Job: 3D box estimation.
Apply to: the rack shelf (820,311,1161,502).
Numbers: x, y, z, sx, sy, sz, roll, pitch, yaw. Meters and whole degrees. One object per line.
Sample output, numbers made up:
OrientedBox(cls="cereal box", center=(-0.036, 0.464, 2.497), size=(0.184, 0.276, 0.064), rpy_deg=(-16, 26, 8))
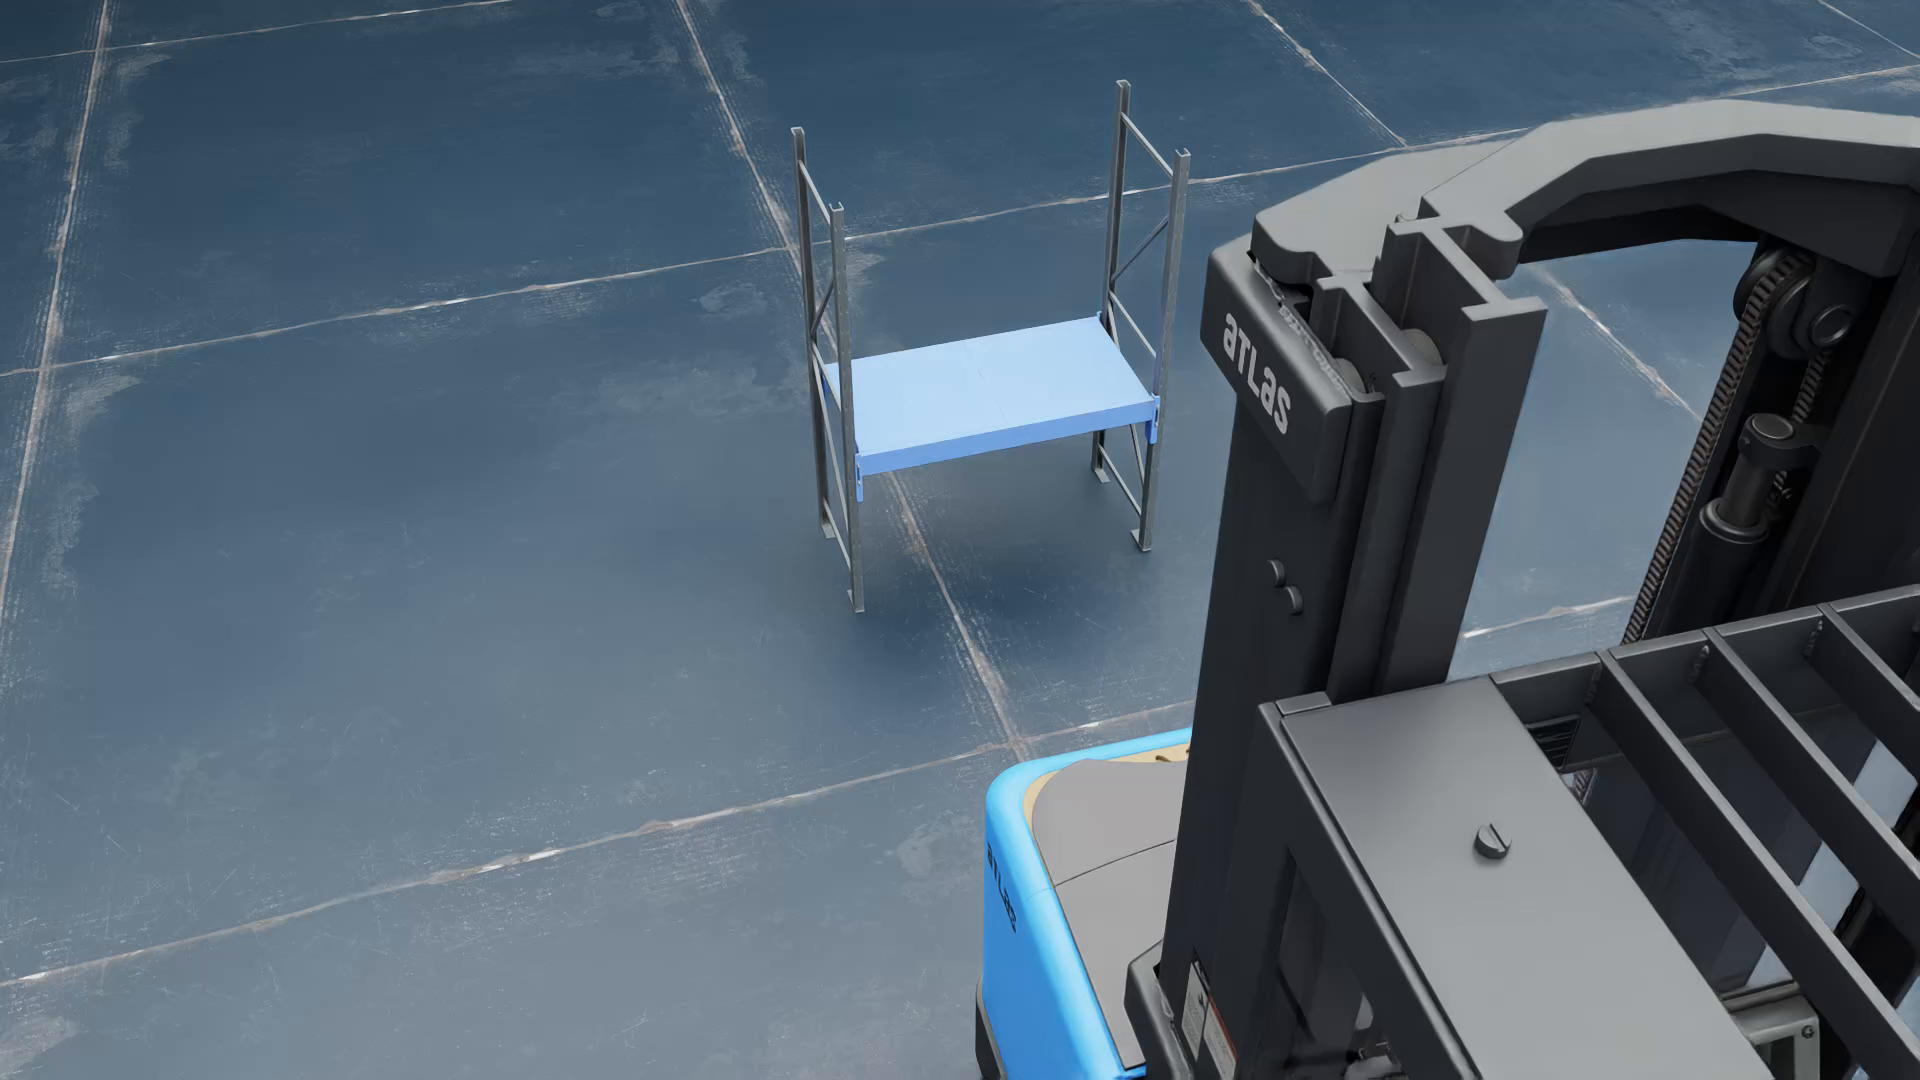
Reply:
OrientedBox(cls="rack shelf", center=(0.081, -0.446, 5.394), size=(1.000, 0.185, 0.538), rpy_deg=(-12, 42, -13))

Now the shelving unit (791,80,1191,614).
OrientedBox(cls="shelving unit", center=(0.081, -0.582, 5.276), size=(1.048, 1.500, 0.538), rpy_deg=(-12, 42, -13))

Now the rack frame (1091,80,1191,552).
OrientedBox(cls="rack frame", center=(0.566, -0.682, 5.391), size=(0.032, 1.500, 0.500), rpy_deg=(-12, 42, -13))

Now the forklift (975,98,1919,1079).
OrientedBox(cls="forklift", center=(0.919, 1.048, 2.323), size=(1.130, 2.935, 3.031), rpy_deg=(-10, 42, -11))

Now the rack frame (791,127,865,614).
OrientedBox(cls="rack frame", center=(-0.404, -0.481, 5.161), size=(0.032, 1.500, 0.500), rpy_deg=(-12, 42, -13))
